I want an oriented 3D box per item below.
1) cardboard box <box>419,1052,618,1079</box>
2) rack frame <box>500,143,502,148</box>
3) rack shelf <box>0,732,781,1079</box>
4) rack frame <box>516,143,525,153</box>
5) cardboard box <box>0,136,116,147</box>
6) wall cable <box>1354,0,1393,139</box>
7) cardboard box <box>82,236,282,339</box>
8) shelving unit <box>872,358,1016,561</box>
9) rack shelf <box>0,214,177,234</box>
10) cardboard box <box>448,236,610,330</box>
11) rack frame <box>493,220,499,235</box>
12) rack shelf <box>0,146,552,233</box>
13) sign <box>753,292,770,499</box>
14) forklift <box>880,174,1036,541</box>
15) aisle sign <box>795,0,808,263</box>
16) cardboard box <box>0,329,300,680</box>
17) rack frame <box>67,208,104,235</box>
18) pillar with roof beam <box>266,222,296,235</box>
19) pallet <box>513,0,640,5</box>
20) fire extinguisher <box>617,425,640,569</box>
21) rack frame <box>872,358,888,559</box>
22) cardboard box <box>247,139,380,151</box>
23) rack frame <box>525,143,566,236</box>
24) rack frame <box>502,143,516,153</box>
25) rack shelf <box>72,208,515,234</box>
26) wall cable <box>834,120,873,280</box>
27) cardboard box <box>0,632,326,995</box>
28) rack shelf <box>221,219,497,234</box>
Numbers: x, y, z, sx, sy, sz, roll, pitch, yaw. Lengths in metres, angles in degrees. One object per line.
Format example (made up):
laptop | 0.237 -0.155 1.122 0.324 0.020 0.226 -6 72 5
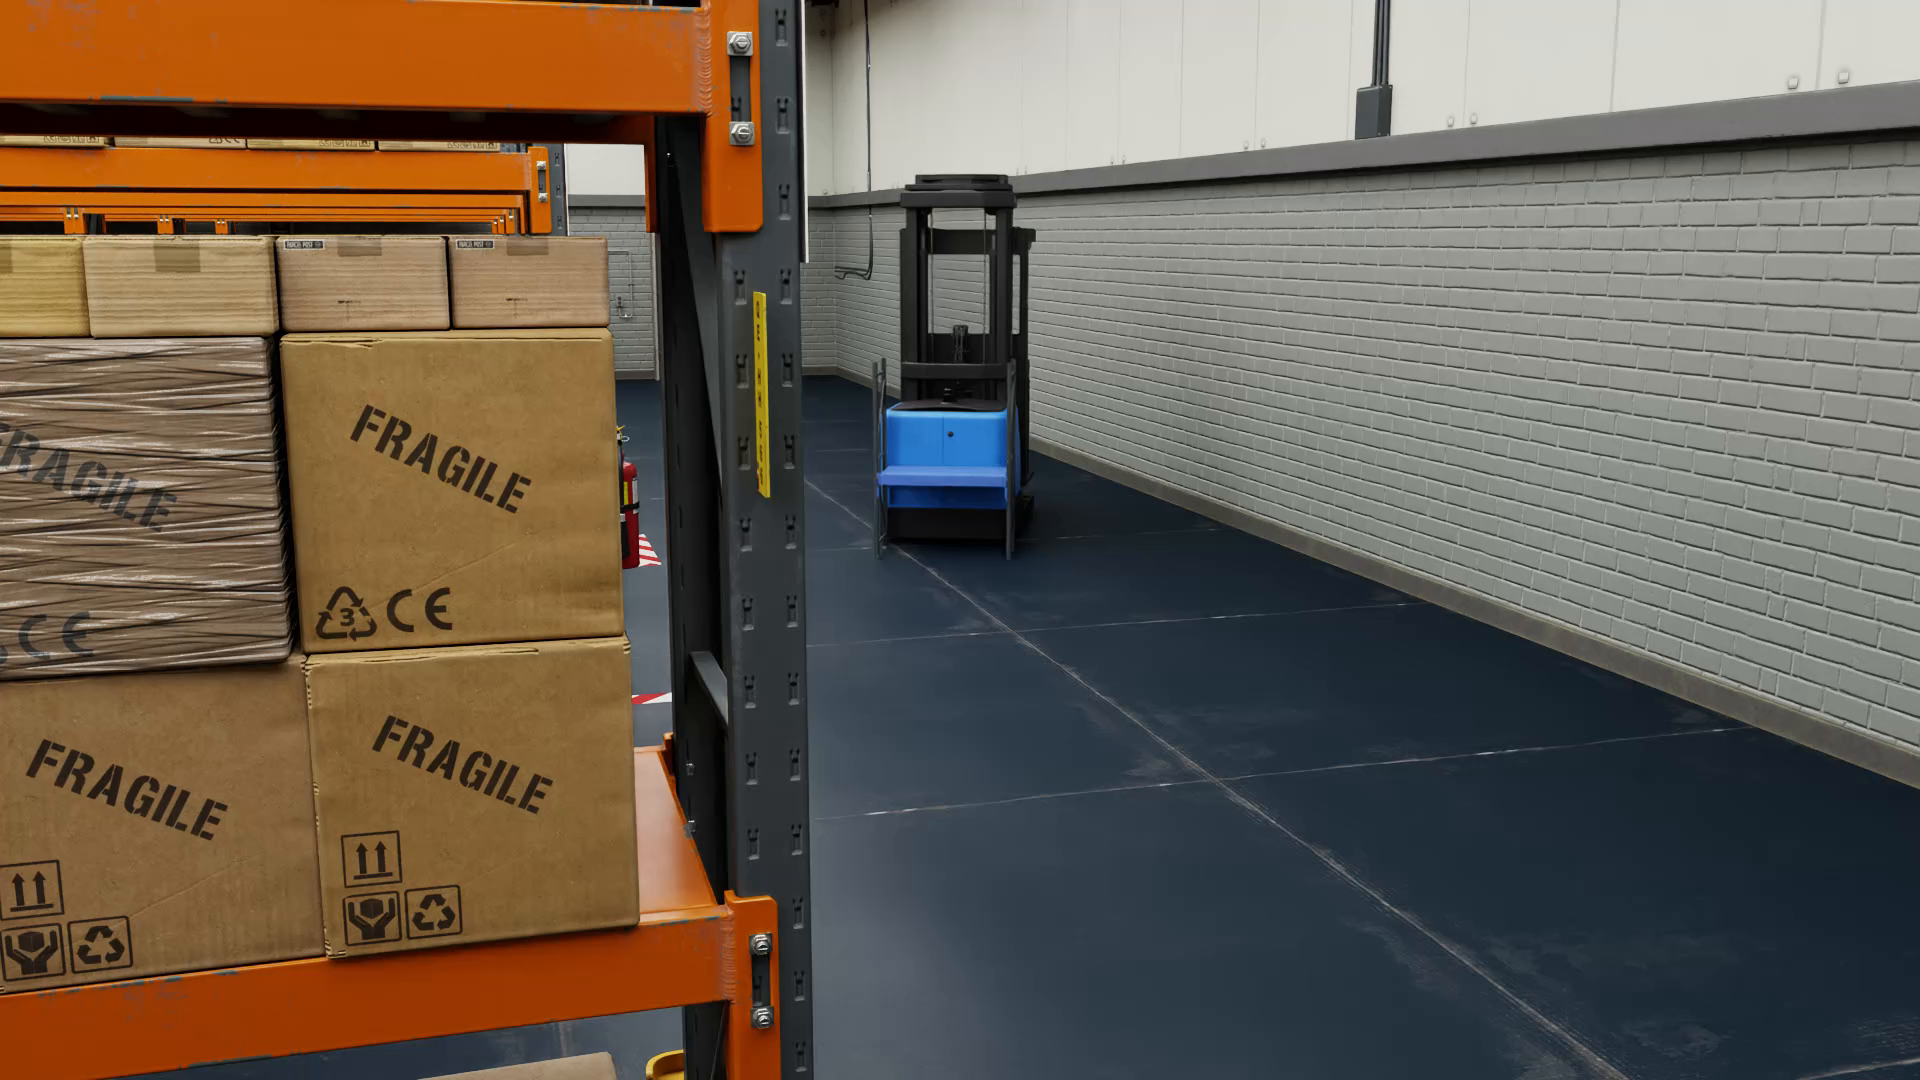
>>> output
cardboard box | -1.065 1.461 3.244 0.875 0.438 0.875 -3 11 -18
rack frame | -5.994 -6.039 21.496 0.127 3.000 1.000 -3 11 -16
rack shelf | -2.379 0.811 2.841 4.000 0.370 1.077 -3 11 -16
rack frame | -3.229 -4.317 12.141 0.127 3.000 1.000 -3 11 -16
cardboard box | -3.775 -1.751 6.904 0.500 0.250 0.500 -3 11 -13
wall cable | 3.164 -5.586 10.149 0.120 5.999 2.277 -3 11 -16
cardboard box | -1.209 -0.406 2.637 0.250 0.149 0.380 -3 11 -16
shelving unit | -0.113 -0.631 12.833 1.048 1.500 0.538 1 10 6
rack shelf | -11.755 -3.906 20.183 4.000 0.370 1.077 -3 11 -16
cardboard box | -0.748 -0.451 2.880 0.250 0.149 0.380 -3 11 -15
rack frame | -7.382 -3.950 26.716 0.127 3.000 1.000 -3 11 -16
rack shelf | -3.860 -1.519 7.216 4.000 0.370 1.077 -3 11 -16
sign | -0.321 -0.235 2.684 0.005 0.325 0.100 -3 11 -16
forklift | 0.069 -1.654 14.434 1.130 2.935 3.031 1 11 8
aisle sign | -0.303 -0.872 2.818 0.004 0.787 0.394 -3 11 -16
cardboard box | -1.349 -0.087 2.698 0.500 0.500 0.500 -3 11 -16
rack frame | -8.454 -2.025 16.261 0.127 3.000 1.000 -3 11 -16
pillar with roof beam | -9.589 -6.135 22.017 0.548 9.000 9.100 -3 11 -16
pallet | -1.168 -1.036 2.849 1.213 0.211 1.003 -3 11 -16
fire extinguisher | -1.569 -0.210 7.647 0.183 0.674 0.296 -3 11 -16
rack frame | -0.618 -0.641 12.884 0.032 1.500 0.500 1 10 6
cardboard box | -2.790 -1.804 7.193 0.500 0.250 0.500 -3 11 -16
rack frame | -1.940 -0.499 7.973 0.127 3.000 1.000 -3 11 -16
rack frame | -4.613 -5.178 16.818 0.127 3.000 1.000 -3 11 -16
rack shelf | -6.534 -3.248 16.605 4.000 0.370 1.077 -3 11 -16
wall cable | -1.852 -5.597 27.671 0.112 2.526 3.097 -3 11 -16
cardboard box | -1.334 0.400 2.811 0.500 0.500 0.500 -3 11 -17
rack shelf | -9.303 -4.970 25.960 4.000 0.370 1.077 -3 11 -16
